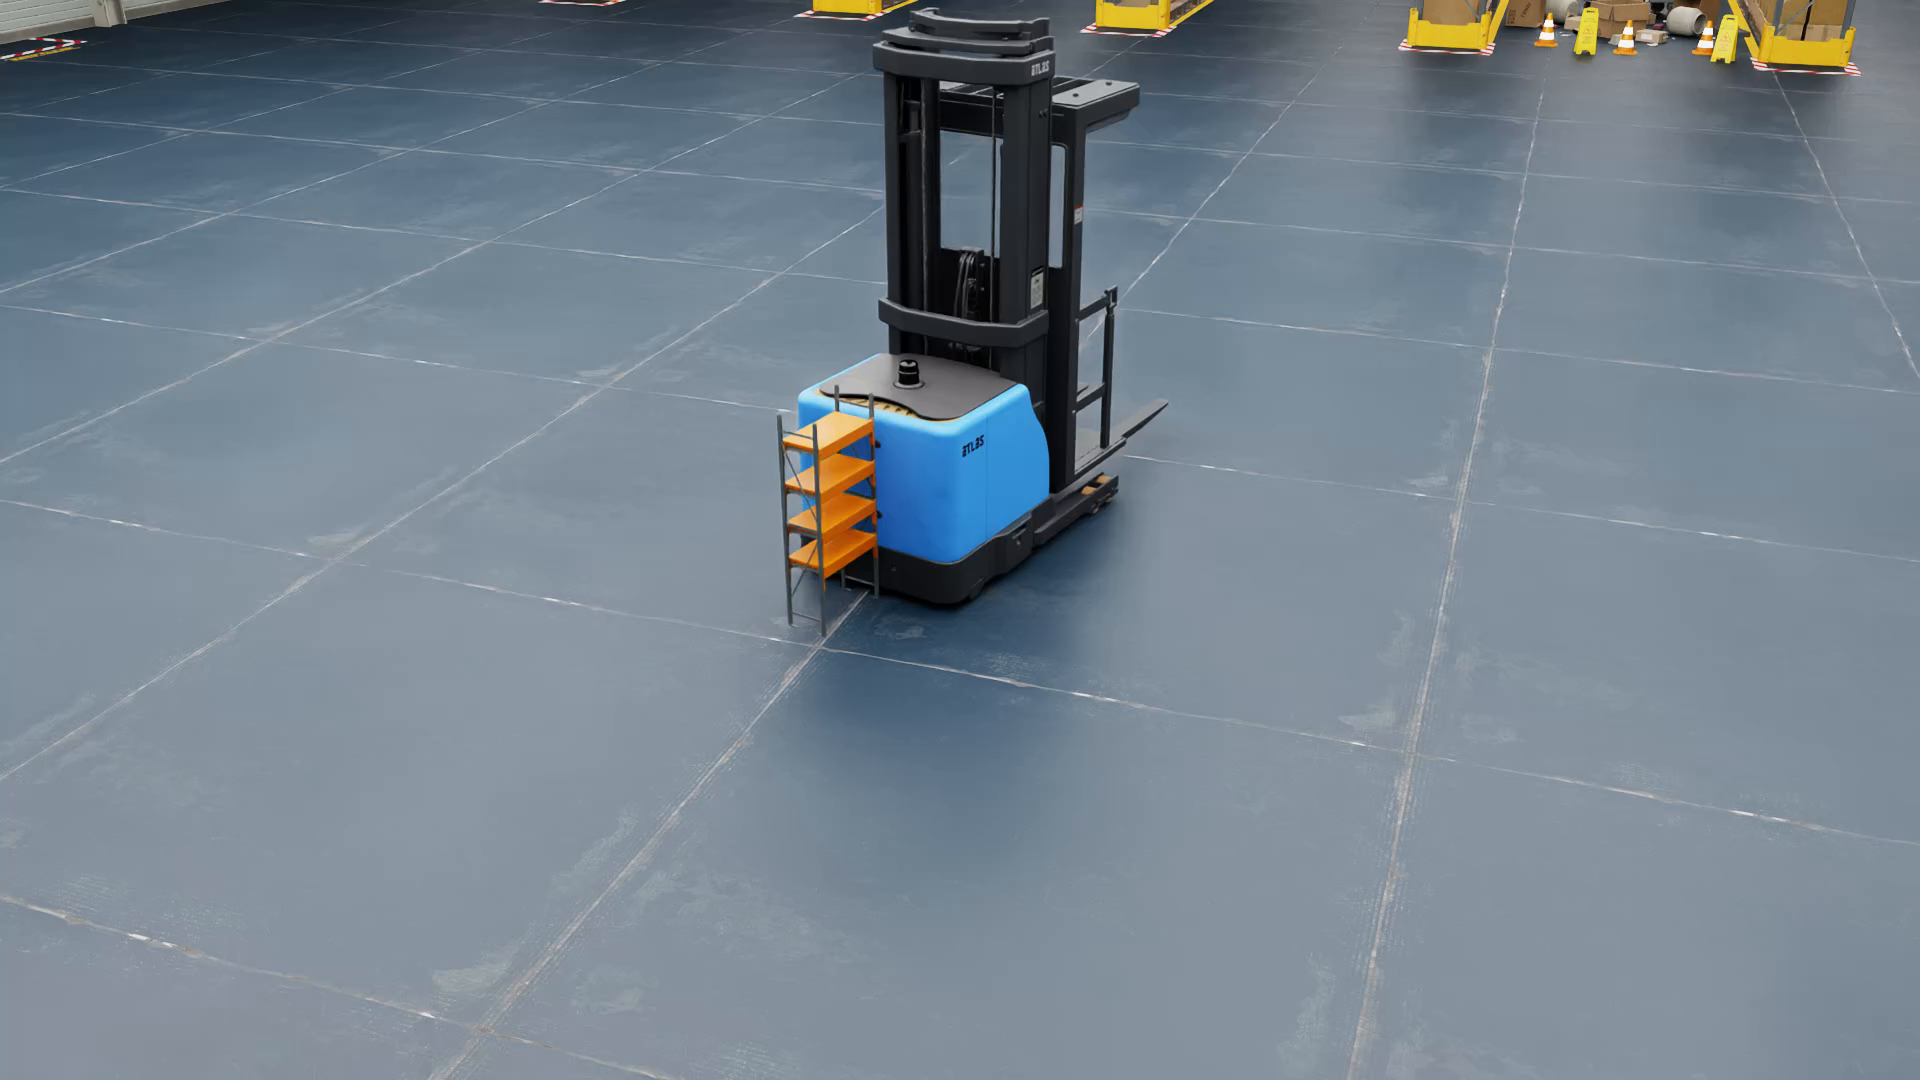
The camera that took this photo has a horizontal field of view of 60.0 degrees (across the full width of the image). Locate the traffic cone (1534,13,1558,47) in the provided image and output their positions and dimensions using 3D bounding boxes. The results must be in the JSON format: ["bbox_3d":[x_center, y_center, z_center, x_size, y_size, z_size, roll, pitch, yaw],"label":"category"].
[{"bbox_3d":[8.922,-7.749,25.223,0.336,0.463,0.334,9,27,17],"label":"traffic cone"}]

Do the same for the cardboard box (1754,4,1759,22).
[{"bbox_3d":[12.647,-8.154,25.823,0.500,0.250,0.500,8,27,17],"label":"cardboard box"}]

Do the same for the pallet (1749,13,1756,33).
[{"bbox_3d":[13.249,-8.310,26.670,1.003,0.211,1.213,9,27,17],"label":"pallet"}]

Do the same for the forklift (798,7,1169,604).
[{"bbox_3d":[0.318,-1.575,9.640,1.130,2.935,3.031,15,30,29],"label":"forklift"}]

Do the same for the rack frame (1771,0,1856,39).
[{"bbox_3d":[12.108,-8.202,23.248,1.000,3.000,0.127,9,27,17],"label":"rack frame"}]

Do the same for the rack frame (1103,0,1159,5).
[{"bbox_3d":[2.763,-9.639,26.216,1.000,3.000,0.127,9,27,17],"label":"rack frame"}]

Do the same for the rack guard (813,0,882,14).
[{"bbox_3d":[-1.927,-9.270,28.323,1.175,0.500,0.348,9,27,17],"label":"rack guard"}]

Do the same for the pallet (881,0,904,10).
[{"bbox_3d":[-1.651,-9.473,29.074,1.003,0.211,1.213,9,27,17],"label":"pallet"}]

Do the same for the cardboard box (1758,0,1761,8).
[{"bbox_3d":[12.647,-8.497,25.670,0.500,0.500,0.500,10,28,20],"label":"cardboard box"}]

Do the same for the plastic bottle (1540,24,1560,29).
[{"bbox_3d":[9.481,-8.253,26.726,0.283,0.061,0.133,0,26,-1],"label":"plastic bottle"}]

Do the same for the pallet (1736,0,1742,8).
[{"bbox_3d":[14.101,-9.414,28.951,1.003,0.211,1.213,9,27,17],"label":"pallet"}]

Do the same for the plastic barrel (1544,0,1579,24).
[{"bbox_3d":[9.807,-8.674,27.179,0.421,0.421,0.512,-14,29,-27],"label":"plastic barrel"}]

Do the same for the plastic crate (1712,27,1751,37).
[{"bbox_3d":[12.143,-8.005,26.192,0.402,0.080,0.583,0,26,-1],"label":"plastic crate"}]

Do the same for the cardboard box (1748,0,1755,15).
[{"bbox_3d":[12.988,-8.594,26.731,0.500,0.250,0.500,7,27,15],"label":"cardboard box"}]

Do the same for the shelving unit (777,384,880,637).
[{"bbox_3d":[-0.677,-0.151,8.680,0.258,1.200,0.503,15,30,29],"label":"shelving unit"}]

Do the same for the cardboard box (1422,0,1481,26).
[{"bbox_3d":[7.570,-8.399,25.612,0.875,0.875,0.875,9,27,18],"label":"cardboard box"}]

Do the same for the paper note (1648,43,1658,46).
[{"bbox_3d":[10.546,-7.543,25.293,0.148,0.019,0.142,0,26,-1],"label":"paper note"}]

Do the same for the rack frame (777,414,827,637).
[{"bbox_3d":[-0.806,-0.059,8.495,0.240,1.200,0.015,15,30,29],"label":"rack frame"}]

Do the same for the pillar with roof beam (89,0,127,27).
[{"bbox_3d":[-9.770,-11.817,23.831,9.100,9.000,0.400,9,27,17],"label":"pillar with roof beam"}]

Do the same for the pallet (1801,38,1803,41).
[{"bbox_3d":[12.437,-7.307,24.599,1.003,0.211,1.213,9,27,17],"label":"pallet"}]

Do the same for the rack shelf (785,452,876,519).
[{"bbox_3d":[-0.677,-0.291,8.611,0.258,0.148,0.480,15,30,29],"label":"rack shelf"}]

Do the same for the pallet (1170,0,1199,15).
[{"bbox_3d":[3.500,-9.244,28.599,1.003,0.211,1.213,9,27,17],"label":"pallet"}]

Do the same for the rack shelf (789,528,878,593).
[{"bbox_3d":[-0.676,0.088,8.798,0.258,0.148,0.480,15,30,29],"label":"rack shelf"}]

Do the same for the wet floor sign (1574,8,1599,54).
[{"bbox_3d":[9.264,-7.520,24.540,0.267,0.644,0.232,4,26,8],"label":"wet floor sign"}]

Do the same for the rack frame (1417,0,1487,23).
[{"bbox_3d":[7.407,-8.878,24.645,1.000,3.000,0.127,9,27,17],"label":"rack frame"}]

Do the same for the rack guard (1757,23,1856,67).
[{"bbox_3d":[12.133,-7.108,23.857,1.175,0.500,0.348,9,27,17],"label":"rack guard"}]

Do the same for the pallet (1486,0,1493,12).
[{"bbox_3d":[8.411,-8.966,28.025,1.003,0.211,1.213,9,27,17],"label":"pallet"}]

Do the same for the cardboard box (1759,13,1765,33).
[{"bbox_3d":[12.303,-7.736,24.959,0.500,0.250,0.500,9,27,18],"label":"cardboard box"}]

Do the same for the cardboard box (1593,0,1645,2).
[{"bbox_3d":[10.609,-8.614,26.808,0.797,0.637,0.503,9,27,17],"label":"cardboard box"}]

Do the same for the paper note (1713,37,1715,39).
[{"bbox_3d":[11.674,-7.815,25.856,0.142,0.019,0.148,0,26,-1],"label":"paper note"}]

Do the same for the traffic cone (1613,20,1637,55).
[{"bbox_3d":[9.875,-7.445,24.596,0.336,0.463,0.334,9,27,17],"label":"traffic cone"}]

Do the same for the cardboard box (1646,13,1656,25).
[{"bbox_3d":[11.144,-8.592,27.190,0.258,0.266,0.396,-9,27,-18],"label":"cardboard box"}]

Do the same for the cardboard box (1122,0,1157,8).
[{"bbox_3d":[2.987,-8.957,27.194,0.500,0.500,0.500,14,29,27],"label":"cardboard box"}]

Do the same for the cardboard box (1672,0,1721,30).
[{"bbox_3d":[11.799,-8.479,26.685,0.500,0.500,0.500,-14,29,-27],"label":"cardboard box"}]

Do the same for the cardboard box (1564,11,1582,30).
[{"bbox_3d":[9.902,-8.318,26.625,0.396,0.266,0.258,14,29,26],"label":"cardboard box"}]

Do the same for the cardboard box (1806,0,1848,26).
[{"bbox_3d":[12.645,-7.792,24.214,0.500,0.500,0.500,8,27,16],"label":"cardboard box"}]

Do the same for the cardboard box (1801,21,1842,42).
[{"bbox_3d":[12.637,-7.445,24.357,0.500,0.250,0.500,9,27,17],"label":"cardboard box"}]

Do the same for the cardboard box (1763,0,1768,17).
[{"bbox_3d":[12.299,-8.073,24.794,0.500,0.500,0.500,10,28,19],"label":"cardboard box"}]
